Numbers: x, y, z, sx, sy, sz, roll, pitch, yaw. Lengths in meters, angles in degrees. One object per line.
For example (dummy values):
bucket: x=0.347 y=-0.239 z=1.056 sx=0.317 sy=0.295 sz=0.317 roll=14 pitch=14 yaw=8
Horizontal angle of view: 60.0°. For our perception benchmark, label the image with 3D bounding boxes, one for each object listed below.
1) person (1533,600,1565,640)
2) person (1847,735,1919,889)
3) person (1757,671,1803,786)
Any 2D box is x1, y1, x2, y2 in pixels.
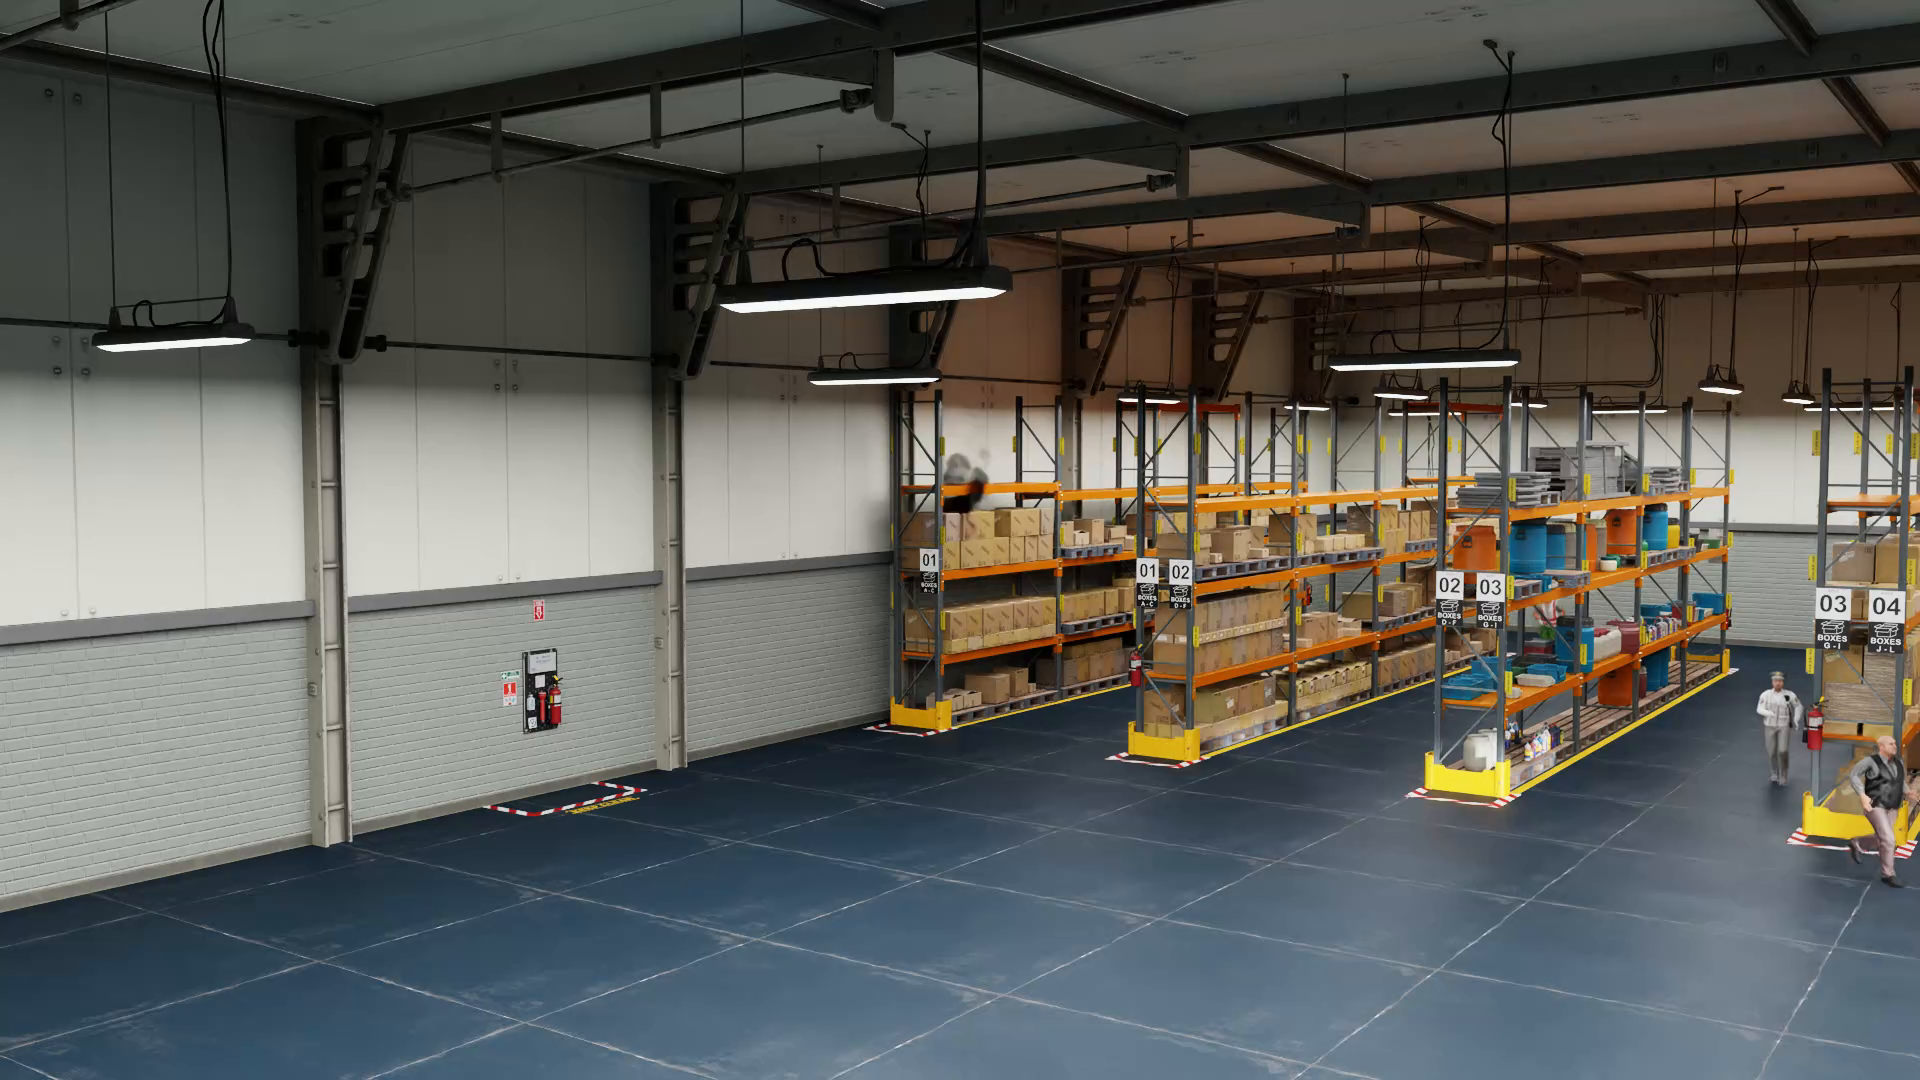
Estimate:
person: x=13.504 y=1.983 z=38.173 sx=0.666 sy=1.735 sz=0.581 roll=2 pitch=4 yaw=29
person: x=10.571 y=3.076 z=19.191 sx=0.643 sy=1.703 sz=0.893 roll=-1 pitch=3 yaw=-17
person: x=12.074 y=2.774 z=24.537 sx=0.579 sy=1.685 sz=0.661 roll=2 pitch=4 yaw=32
